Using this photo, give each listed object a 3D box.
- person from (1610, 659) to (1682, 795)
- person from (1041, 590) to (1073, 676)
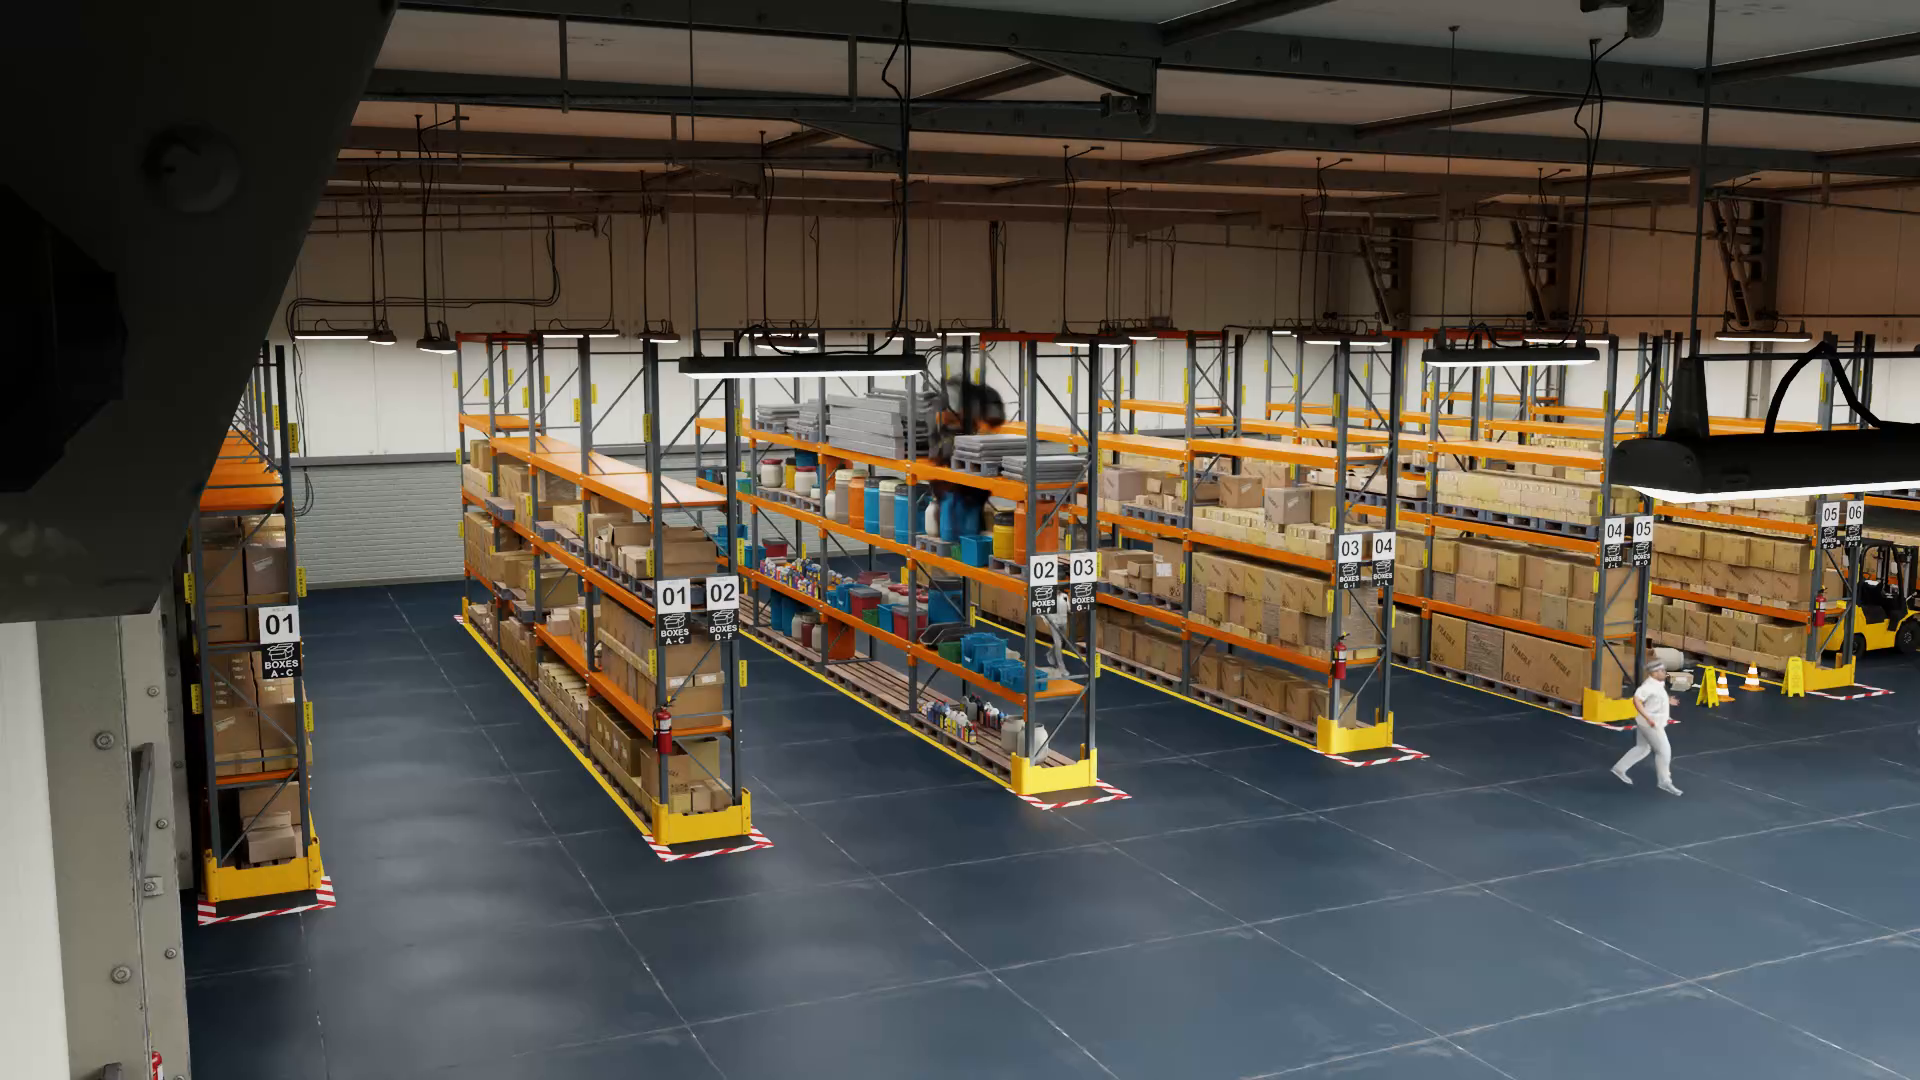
[{"bbox_3d":[9.216,2.468,22.224,0.889,1.818,0.640,2,8,16],"label":"person"},{"bbox_3d":[1.741,1.497,29.532,0.611,1.682,0.906,-4,9,-28],"label":"person"}]
